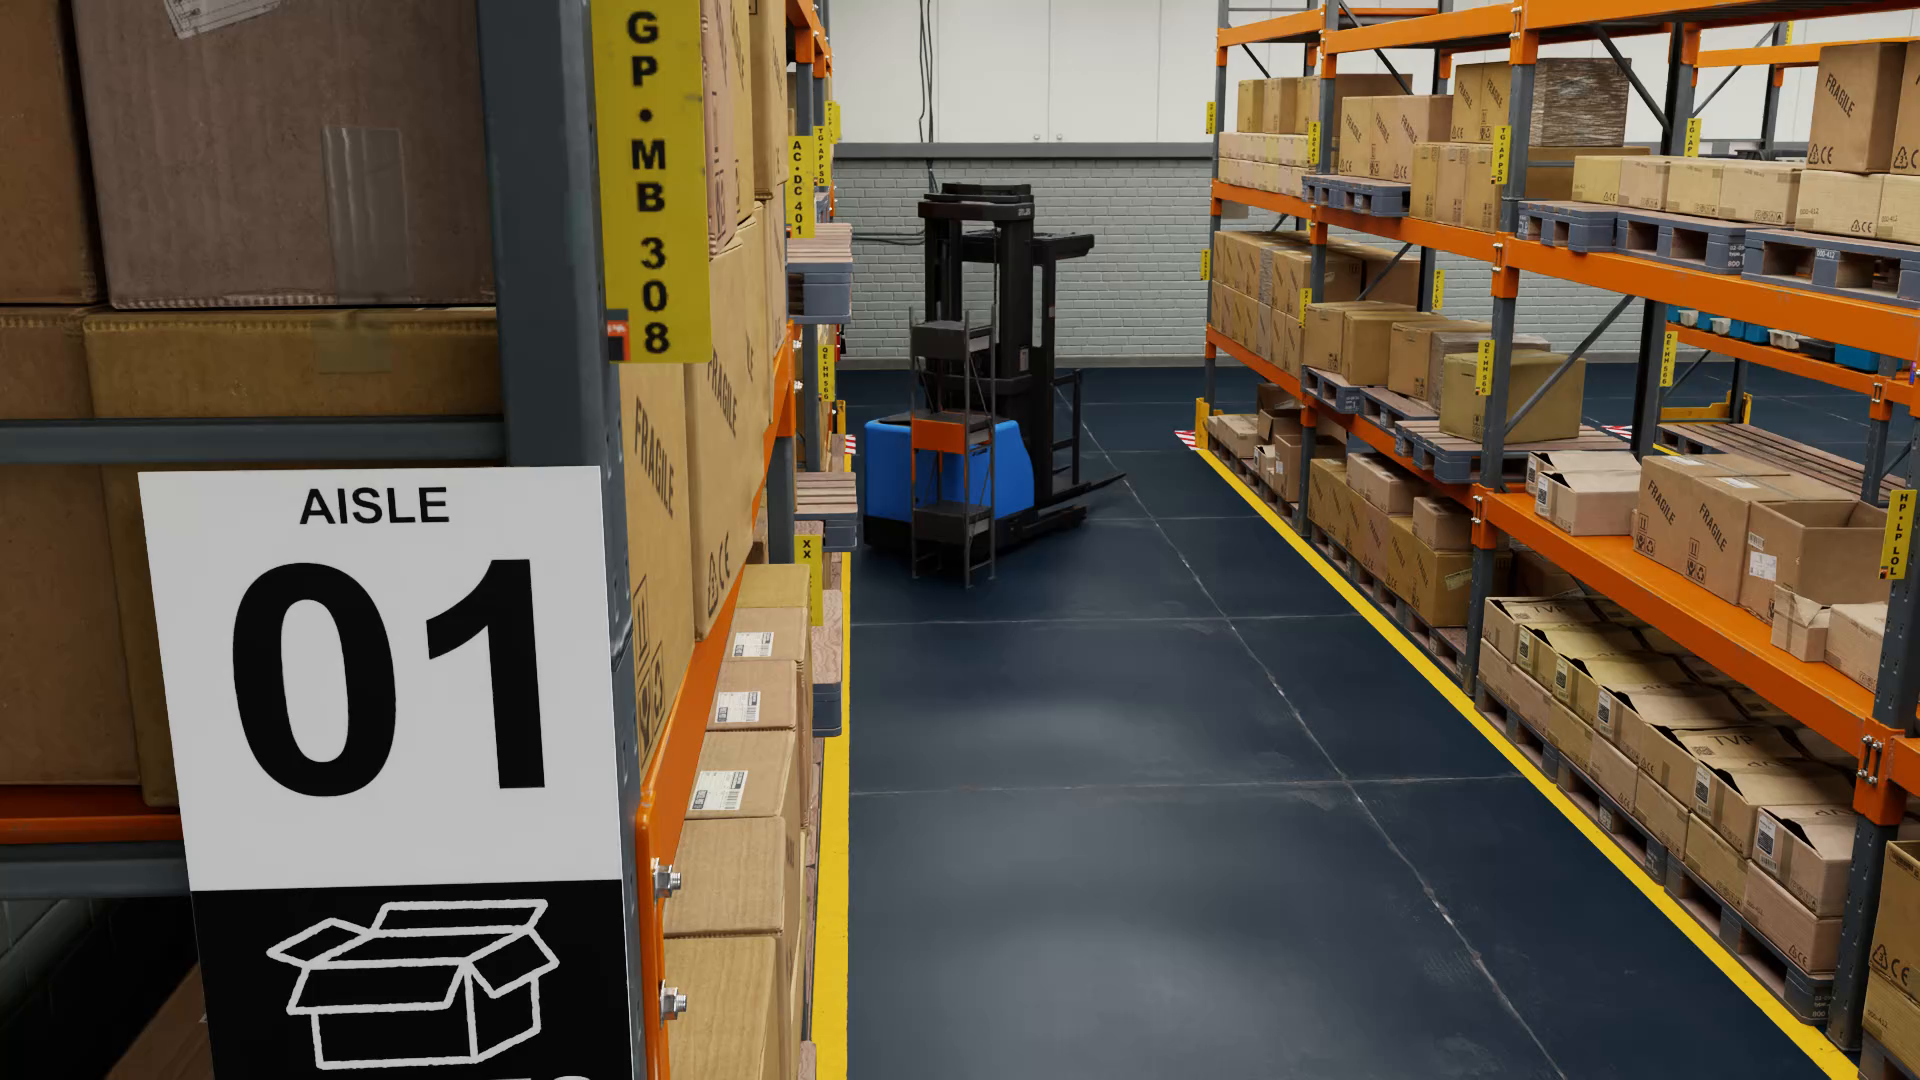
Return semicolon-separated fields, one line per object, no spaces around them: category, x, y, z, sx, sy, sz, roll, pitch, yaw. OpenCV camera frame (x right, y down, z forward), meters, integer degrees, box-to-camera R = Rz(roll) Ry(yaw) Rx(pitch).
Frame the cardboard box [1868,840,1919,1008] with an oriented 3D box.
cardboard box;3.595;1.379;5.819;0.500;0.500;0.500;-1;14;-3

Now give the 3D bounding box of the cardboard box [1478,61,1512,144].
cardboard box;3.579;-2.722;10.360;0.500;0.500;0.500;-1;14;-3

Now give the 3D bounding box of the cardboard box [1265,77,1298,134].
cardboard box;3.206;-3.975;15.228;0.700;0.500;0.500;-1;14;-3

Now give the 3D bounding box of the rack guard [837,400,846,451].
rack guard;-1.810;-1.209;17.722;1.175;0.500;0.348;-1;14;-3

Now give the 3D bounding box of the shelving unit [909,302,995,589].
shelving unit;-0.054;-0.718;12.601;0.503;2.100;0.431;9;17;31

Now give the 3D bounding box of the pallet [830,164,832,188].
pallet;-1.673;-3.335;15.126;1.003;0.211;1.213;-1;14;-3

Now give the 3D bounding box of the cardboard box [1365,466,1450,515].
cardboard box;3.264;-0.364;12.052;0.500;0.250;0.500;-1;14;-4

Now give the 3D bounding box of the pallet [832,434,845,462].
pallet;-1.681;-0.866;16.967;1.003;0.211;1.213;-1;14;-3

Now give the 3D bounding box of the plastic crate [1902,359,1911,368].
plastic crate;8.441;-1.591;14.599;0.396;0.136;0.243;-1;14;-3

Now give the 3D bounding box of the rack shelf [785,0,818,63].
rack shelf;-1.189;-2.290;7.114;1.077;0.370;4.000;-1;14;-3

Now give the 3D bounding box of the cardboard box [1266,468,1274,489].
cardboard box;2.982;-0.558;15.015;0.380;0.149;0.250;-1;14;-3

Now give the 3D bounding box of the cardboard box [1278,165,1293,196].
cardboard box;3.067;-3.118;14.405;0.500;0.250;0.500;-1;14;-3

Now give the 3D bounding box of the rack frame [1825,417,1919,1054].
rack frame;3.879;0.493;6.089;1.000;3.000;0.127;-1;14;-3

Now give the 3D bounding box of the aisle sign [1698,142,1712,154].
aisle sign;7.779;-3.839;17.710;0.394;0.787;0.004;-1;14;-3

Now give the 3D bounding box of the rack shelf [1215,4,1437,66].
rack shelf;3.260;-4.549;15.098;1.077;0.370;4.000;-1;14;-3

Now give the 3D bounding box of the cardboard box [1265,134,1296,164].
cardboard box;3.026;-3.484;14.825;0.500;0.250;0.500;-1;14;-3

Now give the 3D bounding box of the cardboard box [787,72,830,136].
cardboard box;-1.325;-3.596;13.714;0.500;0.500;0.500;-1;14;-4

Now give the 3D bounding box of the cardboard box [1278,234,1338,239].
cardboard box;3.470;-2.792;16.649;0.500;0.500;0.500;0;14;-2

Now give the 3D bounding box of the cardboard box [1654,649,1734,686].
cardboard box;3.977;0.736;8.694;0.500;0.311;0.500;-1;14;-4

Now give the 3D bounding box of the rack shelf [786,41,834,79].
rack shelf;-1.684;-4.280;14.846;1.077;0.370;4.000;-1;14;-3

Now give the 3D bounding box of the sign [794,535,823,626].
sign;-0.524;0.141;5.721;0.100;0.325;0.005;-1;14;-3

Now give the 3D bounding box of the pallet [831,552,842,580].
pallet;-1.437;0.122;13.127;1.003;0.211;1.213;-1;14;-3

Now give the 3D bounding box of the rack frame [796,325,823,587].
rack frame;-1.313;-0.424;9.655;1.000;3.000;0.127;-1;14;-3

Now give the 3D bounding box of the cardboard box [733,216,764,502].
cardboard box;-0.622;-0.295;2.894;0.500;0.500;0.500;0;14;-1

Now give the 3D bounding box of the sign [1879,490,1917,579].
sign;3.338;-0.018;5.913;0.100;0.325;0.005;-1;14;-3

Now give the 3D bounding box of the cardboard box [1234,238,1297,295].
cardboard box;2.966;-2.655;16.118;0.500;0.500;0.500;-1;14;-3

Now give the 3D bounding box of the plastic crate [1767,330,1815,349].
plastic crate;7.920;-1.902;15.806;0.293;0.136;0.466;-1;14;-3

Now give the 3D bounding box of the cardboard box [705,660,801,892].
cardboard box;-0.670;0.633;4.303;0.500;0.500;0.500;-1;14;-5

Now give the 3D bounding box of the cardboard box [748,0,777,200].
cardboard box;-0.676;-1.038;3.774;0.500;0.500;0.500;-1;14;-5

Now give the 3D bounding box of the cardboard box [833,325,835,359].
cardboard box;-1.672;-2.062;15.418;0.980;0.700;0.700;-2;15;-6

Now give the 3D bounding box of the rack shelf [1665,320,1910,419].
rack shelf;8.204;-1.721;16.138;1.077;0.370;4.000;-1;14;-3

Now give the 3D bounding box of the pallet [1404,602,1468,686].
pallet;3.623;0.663;11.027;1.003;0.211;1.213;-1;14;-3

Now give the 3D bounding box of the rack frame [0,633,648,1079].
rack frame;-0.817;1.566;1.922;1.000;3.000;0.127;-1;14;-3

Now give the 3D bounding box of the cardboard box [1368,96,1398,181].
cardboard box;3.405;-2.957;12.235;0.600;0.600;0.600;-1;14;-4

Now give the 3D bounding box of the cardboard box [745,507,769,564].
cardboard box;-1.062;0.182;6.215;0.700;0.500;0.500;-1;14;-3

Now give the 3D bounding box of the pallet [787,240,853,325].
pallet;-0.997;-0.946;6.041;1.213;0.211;1.003;-1;14;-3

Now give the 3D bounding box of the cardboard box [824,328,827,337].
cardboard box;-1.216;-1.258;12.059;0.500;0.500;0.500;-1;14;-3

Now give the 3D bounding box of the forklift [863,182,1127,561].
forklift;0.447;-1.568;14.239;1.130;2.935;3.031;10;17;33

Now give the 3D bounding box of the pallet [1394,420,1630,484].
pallet;3.519;-0.576;10.631;1.213;0.211;1.003;-1;14;-3

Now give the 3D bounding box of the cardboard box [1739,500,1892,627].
cardboard box;3.815;0.123;7.329;0.500;0.500;0.500;0;14;1

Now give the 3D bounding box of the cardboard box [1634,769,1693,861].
cardboard box;3.502;1.270;7.746;0.500;0.250;0.500;-1;14;-2

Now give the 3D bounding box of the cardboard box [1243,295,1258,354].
cardboard box;2.995;-2.048;15.764;0.500;0.500;0.500;-1;14;-3

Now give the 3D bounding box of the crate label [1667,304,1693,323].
crate label;7.766;-2.448;17.737;0.416;0.233;0.303;-1;14;-3

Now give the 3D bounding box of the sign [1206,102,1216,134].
sign;2.594;-4.359;17.173;0.100;0.325;0.005;-1;14;-3

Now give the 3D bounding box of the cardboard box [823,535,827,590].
cardboard box;-1.227;0.229;10.589;0.750;0.750;0.750;-1;14;-4

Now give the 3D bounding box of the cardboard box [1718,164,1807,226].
cardboard box;3.822;-1.567;7.534;0.500;0.250;0.500;-2;15;-8

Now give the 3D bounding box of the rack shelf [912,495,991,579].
rack shelf;-0.053;-0.027;12.780;0.480;0.518;0.431;9;17;31

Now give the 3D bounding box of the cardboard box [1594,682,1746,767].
cardboard box;3.473;0.875;8.155;0.500;0.311;0.500;-1;14;-4

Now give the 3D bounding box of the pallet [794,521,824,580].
pallet;-1.149;0.161;7.768;1.003;0.211;1.213;-1;14;-3

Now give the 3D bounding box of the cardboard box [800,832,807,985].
cardboard box;-0.664;0.996;4.398;0.500;0.250;0.500;-1;14;-4

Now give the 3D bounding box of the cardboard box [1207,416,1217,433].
cardboard box;2.819;-1.214;17.563;0.380;0.149;0.250;-1;14;-3

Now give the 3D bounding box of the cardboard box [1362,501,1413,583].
cardboard box;3.269;0.008;12.109;0.500;0.500;0.500;-1;14;-6

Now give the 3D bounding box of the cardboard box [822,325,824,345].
cardboard box;-1.152;-1.364;10.966;0.500;0.250;0.500;-1;14;-3
